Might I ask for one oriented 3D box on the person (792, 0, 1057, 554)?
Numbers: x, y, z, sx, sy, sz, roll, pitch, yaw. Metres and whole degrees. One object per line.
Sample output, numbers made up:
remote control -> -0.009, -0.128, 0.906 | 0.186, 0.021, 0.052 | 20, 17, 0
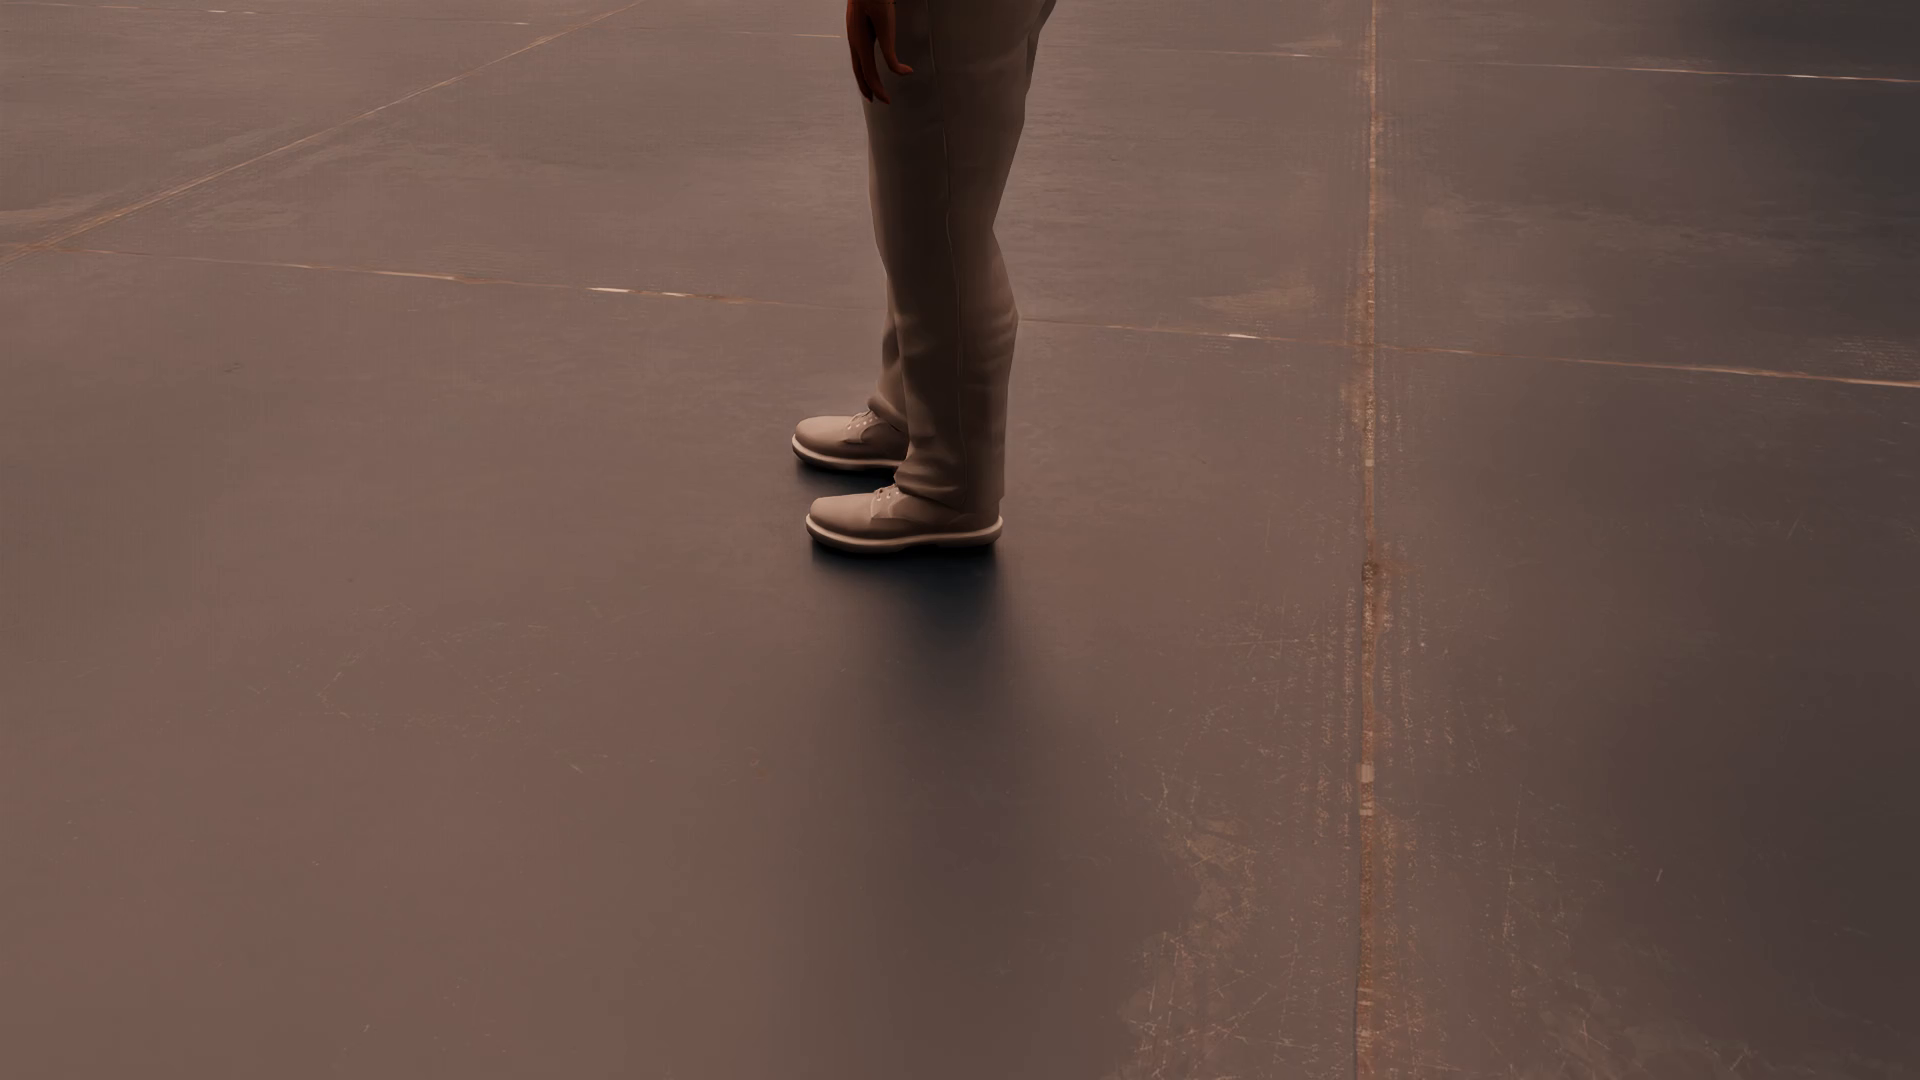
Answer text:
person -> -0.069, -0.779, 2.146 | 0.528, 1.697, 0.570 | 6, 27, 11
